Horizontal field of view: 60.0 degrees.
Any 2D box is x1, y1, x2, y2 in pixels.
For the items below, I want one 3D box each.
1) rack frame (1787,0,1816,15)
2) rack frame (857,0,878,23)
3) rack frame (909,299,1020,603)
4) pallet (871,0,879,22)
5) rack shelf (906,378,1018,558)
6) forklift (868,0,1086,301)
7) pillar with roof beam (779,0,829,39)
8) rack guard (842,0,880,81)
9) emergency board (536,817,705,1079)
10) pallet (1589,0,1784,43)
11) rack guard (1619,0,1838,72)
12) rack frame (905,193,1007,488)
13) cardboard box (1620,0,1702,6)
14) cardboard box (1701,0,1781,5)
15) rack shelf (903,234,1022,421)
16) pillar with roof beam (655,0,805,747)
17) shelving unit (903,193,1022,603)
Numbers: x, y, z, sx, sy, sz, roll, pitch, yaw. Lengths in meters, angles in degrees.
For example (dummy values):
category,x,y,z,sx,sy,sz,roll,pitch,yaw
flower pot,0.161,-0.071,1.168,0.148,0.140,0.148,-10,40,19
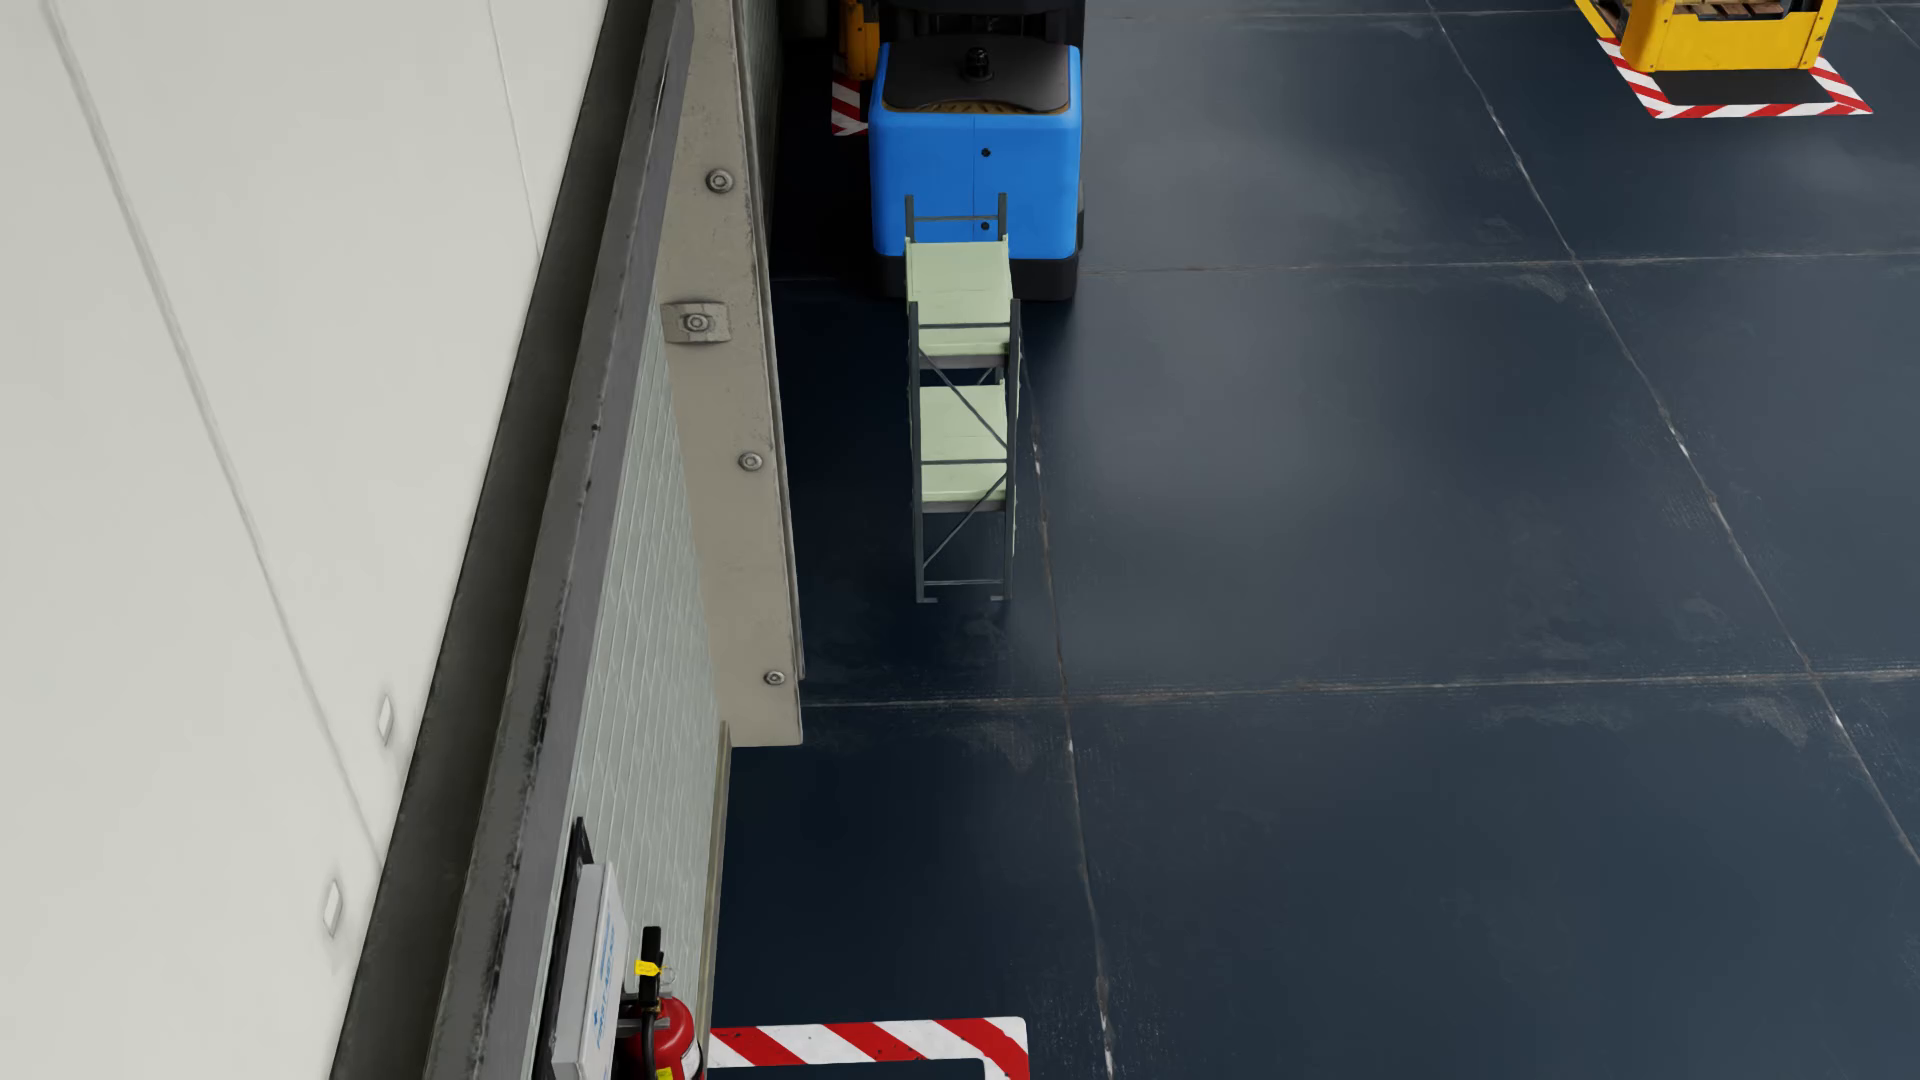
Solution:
category,x,y,z,sx,sy,sz,roll,pitch,yaw
rack frame,4.820,-4.197,9.608,1.000,3.000,0.127,-2,43,-2
rack frame,-0.129,-4.052,9.451,1.000,3.000,0.127,-2,43,-2
rack frame,0.016,-0.301,6.469,0.400,1.500,0.023,-2,43,-2
pallet,-0.132,-3.625,11.048,1.003,0.211,1.213,-2,43,-2
rack shelf,0.000,-0.308,6.959,0.431,0.370,0.720,-2,43,-2
forklift,0.124,-3.279,8.658,1.130,2.935,3.031,1,43,2
pillar with roof beam,3.278,-6.835,8.047,9.100,9.000,0.400,-2,43,-2
rack guard,-0.132,-3.182,10.351,1.175,0.500,0.348,-2,43,-2
emergency board,-0.702,1.220,3.699,0.194,1.169,0.643,-2,43,-2
pallet,4.746,-3.684,11.112,1.003,0.211,1.213,-2,43,-2
rack guard,4.821,-3.259,10.435,1.175,0.500,0.348,-2,43,-2
rack frame,-0.015,-0.795,7.008,0.400,1.500,0.023,-2,43,-2
cardboard box,4.502,-3.691,10.781,0.500,0.250,0.500,-2,43,-2
cardboard box,5.019,-3.706,10.797,0.500,0.250,0.500,-2,43,-2
rack shelf,0.000,-0.836,6.475,0.431,0.370,0.720,-2,43,-2
pillar with roof beam,3.533,-2.784,3.628,9.100,9.000,0.400,-2,43,-2
shelving unit,0.000,-0.548,6.738,0.431,1.500,0.755,-2,43,-2
